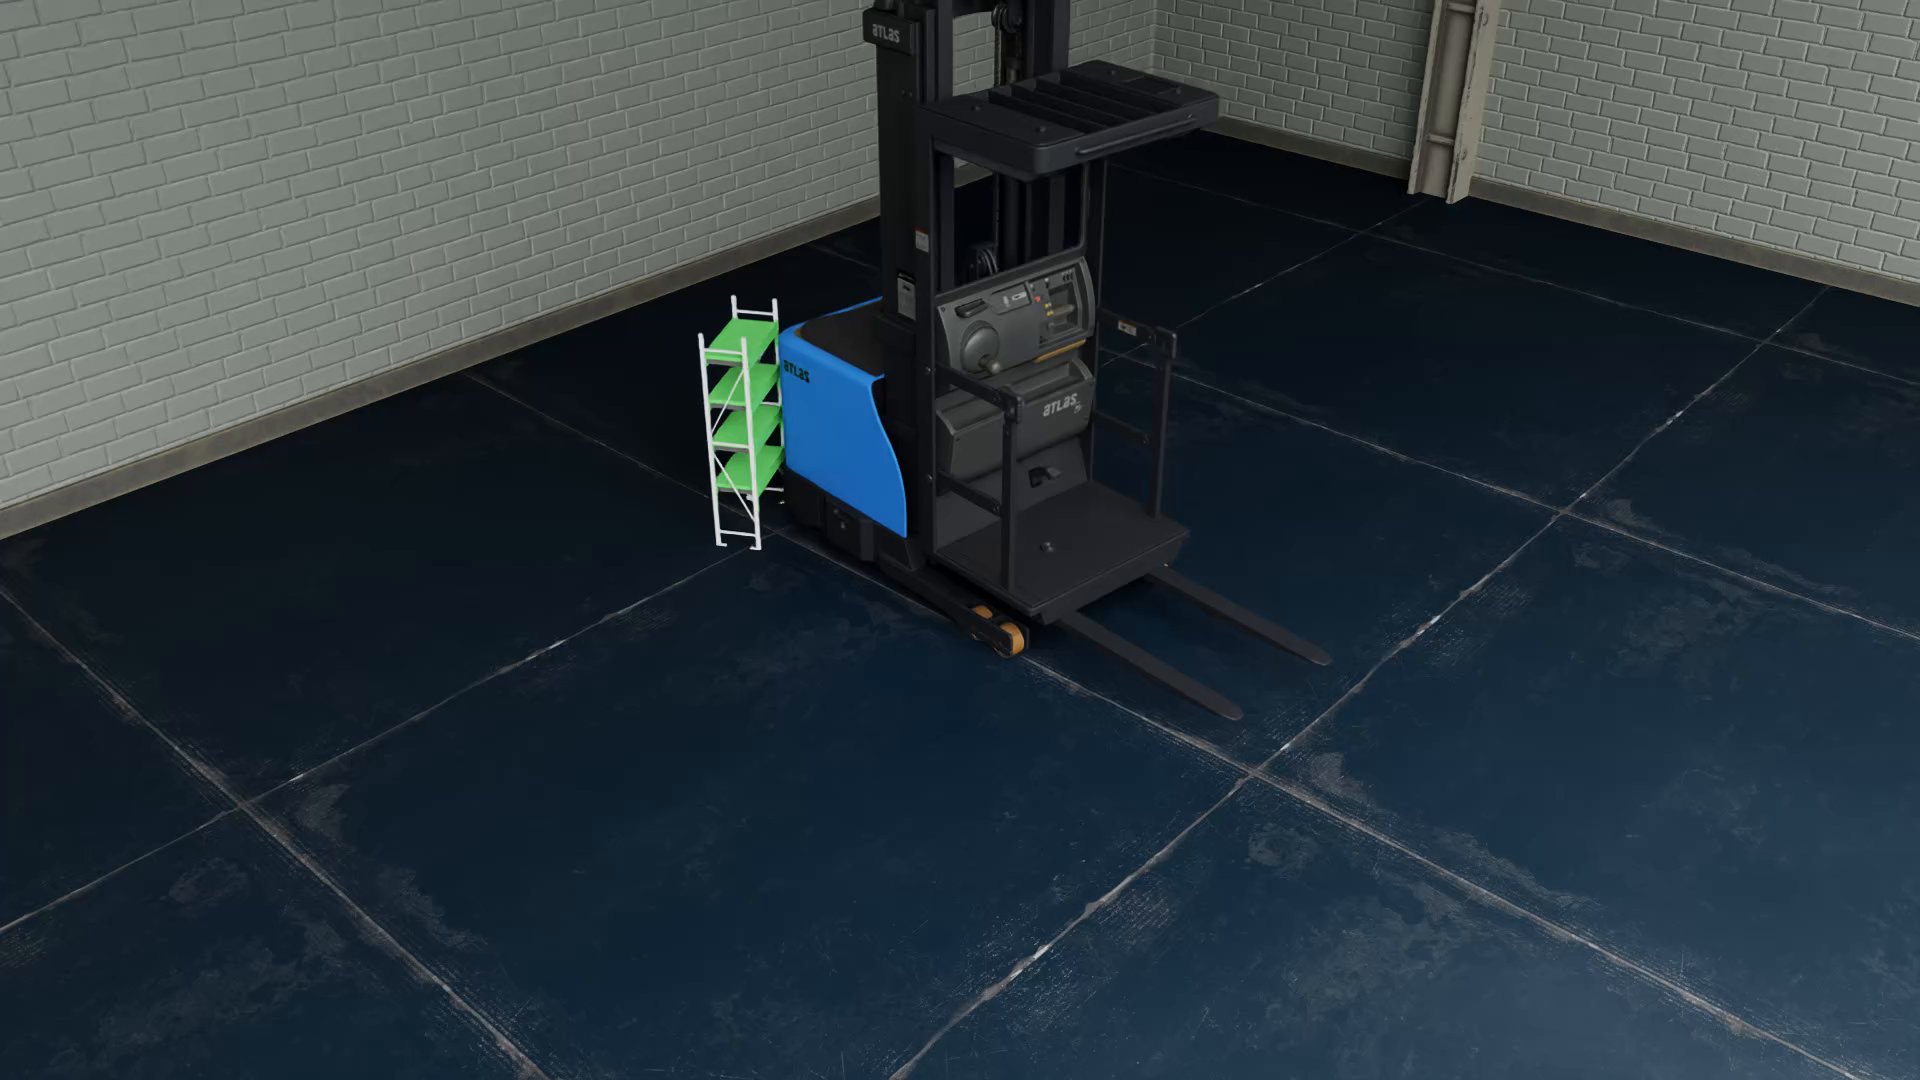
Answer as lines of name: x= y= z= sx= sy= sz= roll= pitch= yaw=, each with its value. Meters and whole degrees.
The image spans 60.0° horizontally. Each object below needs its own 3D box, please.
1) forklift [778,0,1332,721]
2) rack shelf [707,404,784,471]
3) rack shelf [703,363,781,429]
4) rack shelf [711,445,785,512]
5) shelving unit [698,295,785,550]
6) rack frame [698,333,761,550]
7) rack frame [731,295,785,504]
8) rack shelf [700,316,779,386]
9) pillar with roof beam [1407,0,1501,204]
forklift: x=0.412 y=-0.998 z=7.565 sx=1.130 sy=2.935 sz=3.031 roll=-25 pitch=39 yaw=-35
rack shelf: x=-1.103 y=-0.546 z=8.617 sx=0.258 sy=0.148 sz=0.480 roll=6 pitch=32 yaw=11
rack shelf: x=-1.103 y=-0.751 z=8.493 sx=0.258 sy=0.148 sz=0.480 roll=6 pitch=32 yaw=11
rack shelf: x=-1.103 y=-0.340 z=8.741 sx=0.258 sy=0.148 sz=0.480 roll=6 pitch=32 yaw=11
shelving unit: x=-1.103 y=-0.600 z=8.584 sx=0.258 sy=1.200 sz=0.503 roll=6 pitch=32 yaw=11
rack frame: x=-1.155 y=-0.477 z=8.380 sx=0.240 sy=1.200 sz=0.015 roll=6 pitch=32 yaw=11
rack frame: x=-1.051 y=-0.723 z=8.788 sx=0.240 sy=1.200 sz=0.015 roll=6 pitch=32 yaw=11
rack shelf: x=-1.103 y=-0.957 z=8.369 sx=0.258 sy=0.148 sz=0.480 roll=6 pitch=32 yaw=11
pillar with roof beam: x=0.959 y=-4.997 z=8.326 sx=0.400 sy=9.000 sz=9.100 roll=25 pitch=39 yaw=35
